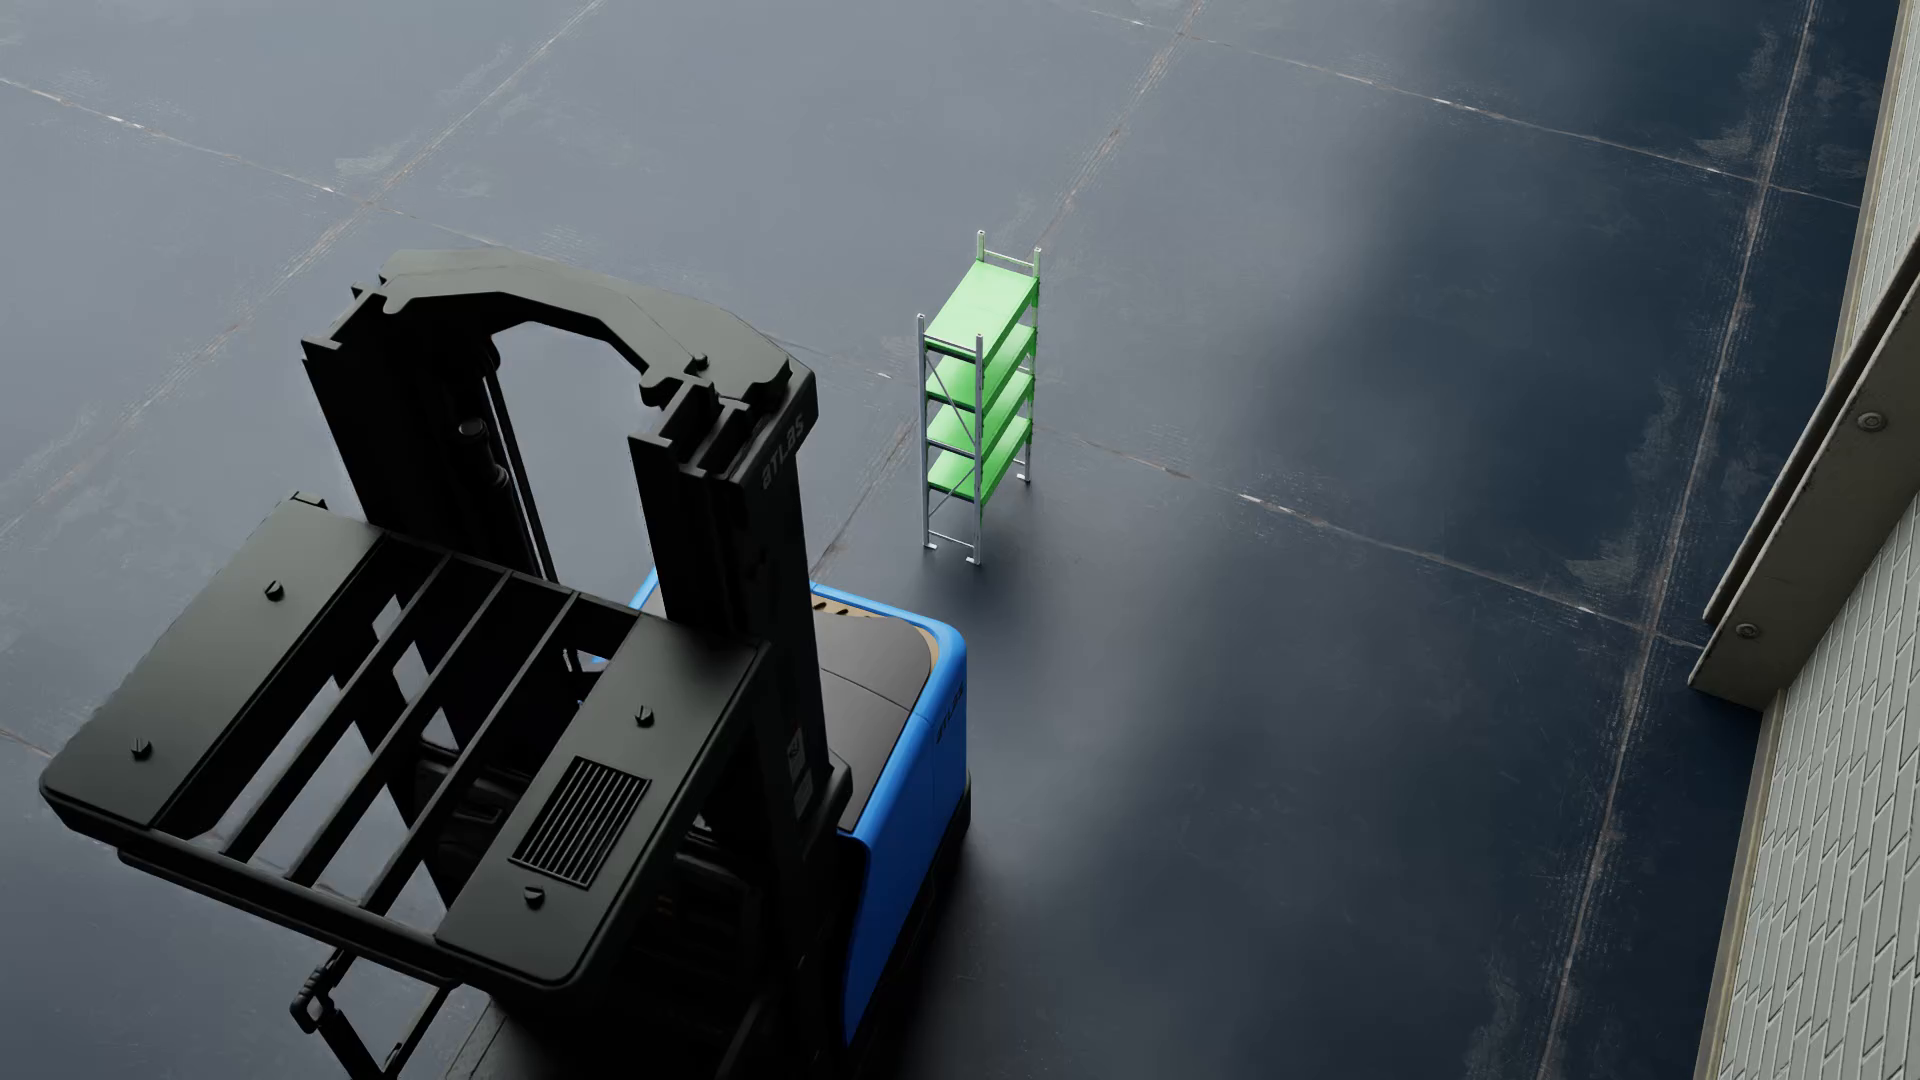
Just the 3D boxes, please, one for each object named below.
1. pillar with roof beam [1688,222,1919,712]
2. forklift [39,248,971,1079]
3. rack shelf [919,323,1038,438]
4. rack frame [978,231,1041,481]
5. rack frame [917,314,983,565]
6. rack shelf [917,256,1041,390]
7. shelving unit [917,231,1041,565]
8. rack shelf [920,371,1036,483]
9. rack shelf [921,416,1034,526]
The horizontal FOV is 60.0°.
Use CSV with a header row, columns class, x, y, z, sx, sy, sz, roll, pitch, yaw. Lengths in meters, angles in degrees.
class,x,y,z,sx,sy,sz,roll,pitch,yaw
pillar with roof beam,-0.996,-3.868,3.948,9.100,9.000,0.400,20,52,16
forklift,-0.970,0.926,3.853,1.130,2.935,3.031,16,52,14
rack shelf,0.071,-0.617,6.071,0.258,0.148,0.480,20,52,16
rack frame,0.175,-0.671,6.348,0.240,1.200,0.015,20,52,16
rack frame,-0.034,-0.335,6.062,0.240,1.200,0.015,20,52,16
rack shelf,0.071,-0.772,5.888,0.258,0.148,0.480,20,52,16
shelving unit,0.071,-0.503,6.205,0.258,1.200,0.503,20,52,16
rack shelf,0.071,-0.461,6.254,0.258,0.148,0.480,20,52,16
rack shelf,0.071,-0.306,6.437,0.258,0.148,0.480,20,52,16
